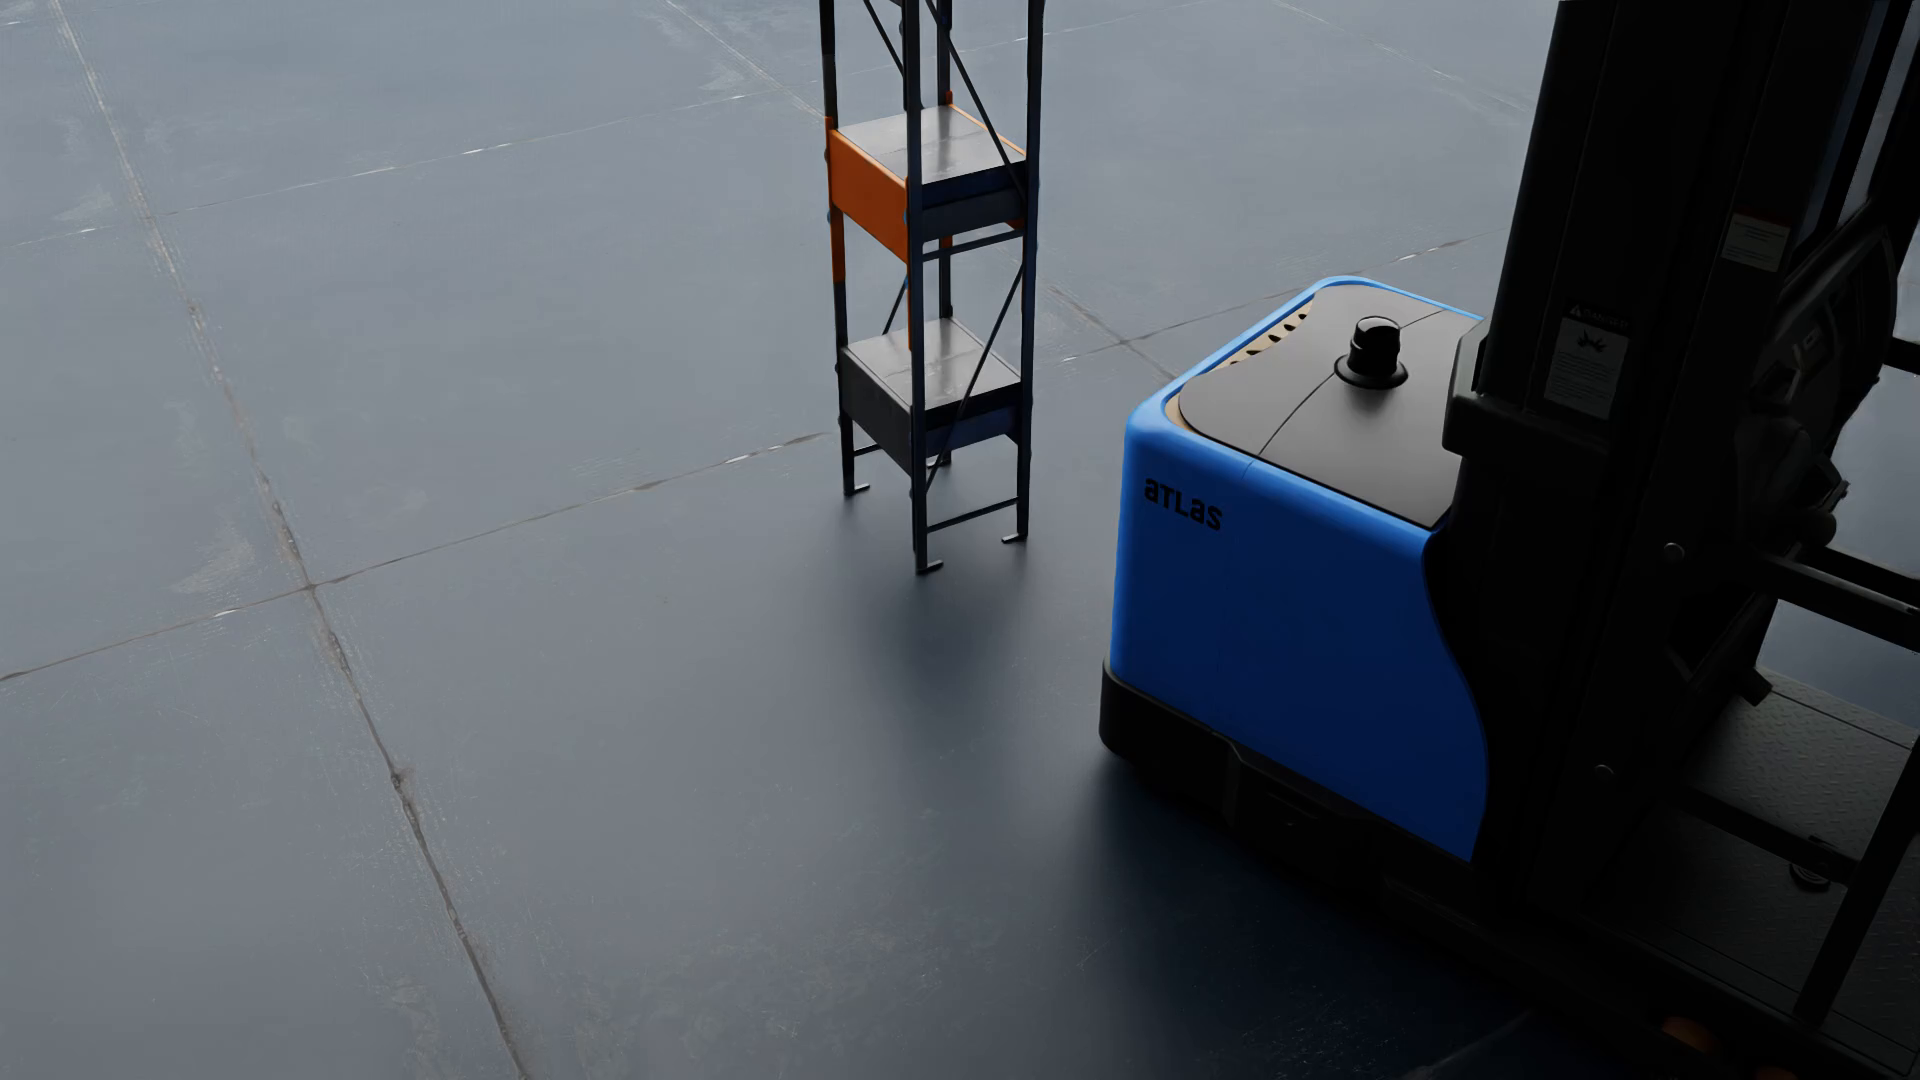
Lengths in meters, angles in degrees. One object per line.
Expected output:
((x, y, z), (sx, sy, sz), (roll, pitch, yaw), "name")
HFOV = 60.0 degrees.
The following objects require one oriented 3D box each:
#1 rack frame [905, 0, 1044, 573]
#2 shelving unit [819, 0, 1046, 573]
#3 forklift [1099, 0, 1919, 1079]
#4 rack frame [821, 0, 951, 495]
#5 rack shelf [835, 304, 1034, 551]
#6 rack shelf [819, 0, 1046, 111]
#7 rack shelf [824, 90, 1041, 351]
((0.039, -0.808, 4.576), (0.400, 2.100, 0.015), (-19, 40, -24), "rack frame")
((-0.083, -0.932, 4.746), (0.431, 2.100, 0.503), (-19, 40, -24), "shelving unit")
((1.820, -0.263, 3.125), (3.031, 2.935, 1.130), (27, 44, 32), "forklift")
((-0.206, -1.057, 4.917), (0.400, 2.100, 0.015), (-19, 40, -24), "rack frame")
((-0.083, -0.356, 5.167), (0.431, 0.518, 0.480), (-19, 40, -24), "rack shelf")
((-0.083, -1.487, 4.341), (0.431, 0.518, 0.480), (-19, 40, -24), "rack shelf")
((-0.083, -0.921, 4.754), (0.431, 0.518, 0.480), (-19, 40, -24), "rack shelf")
